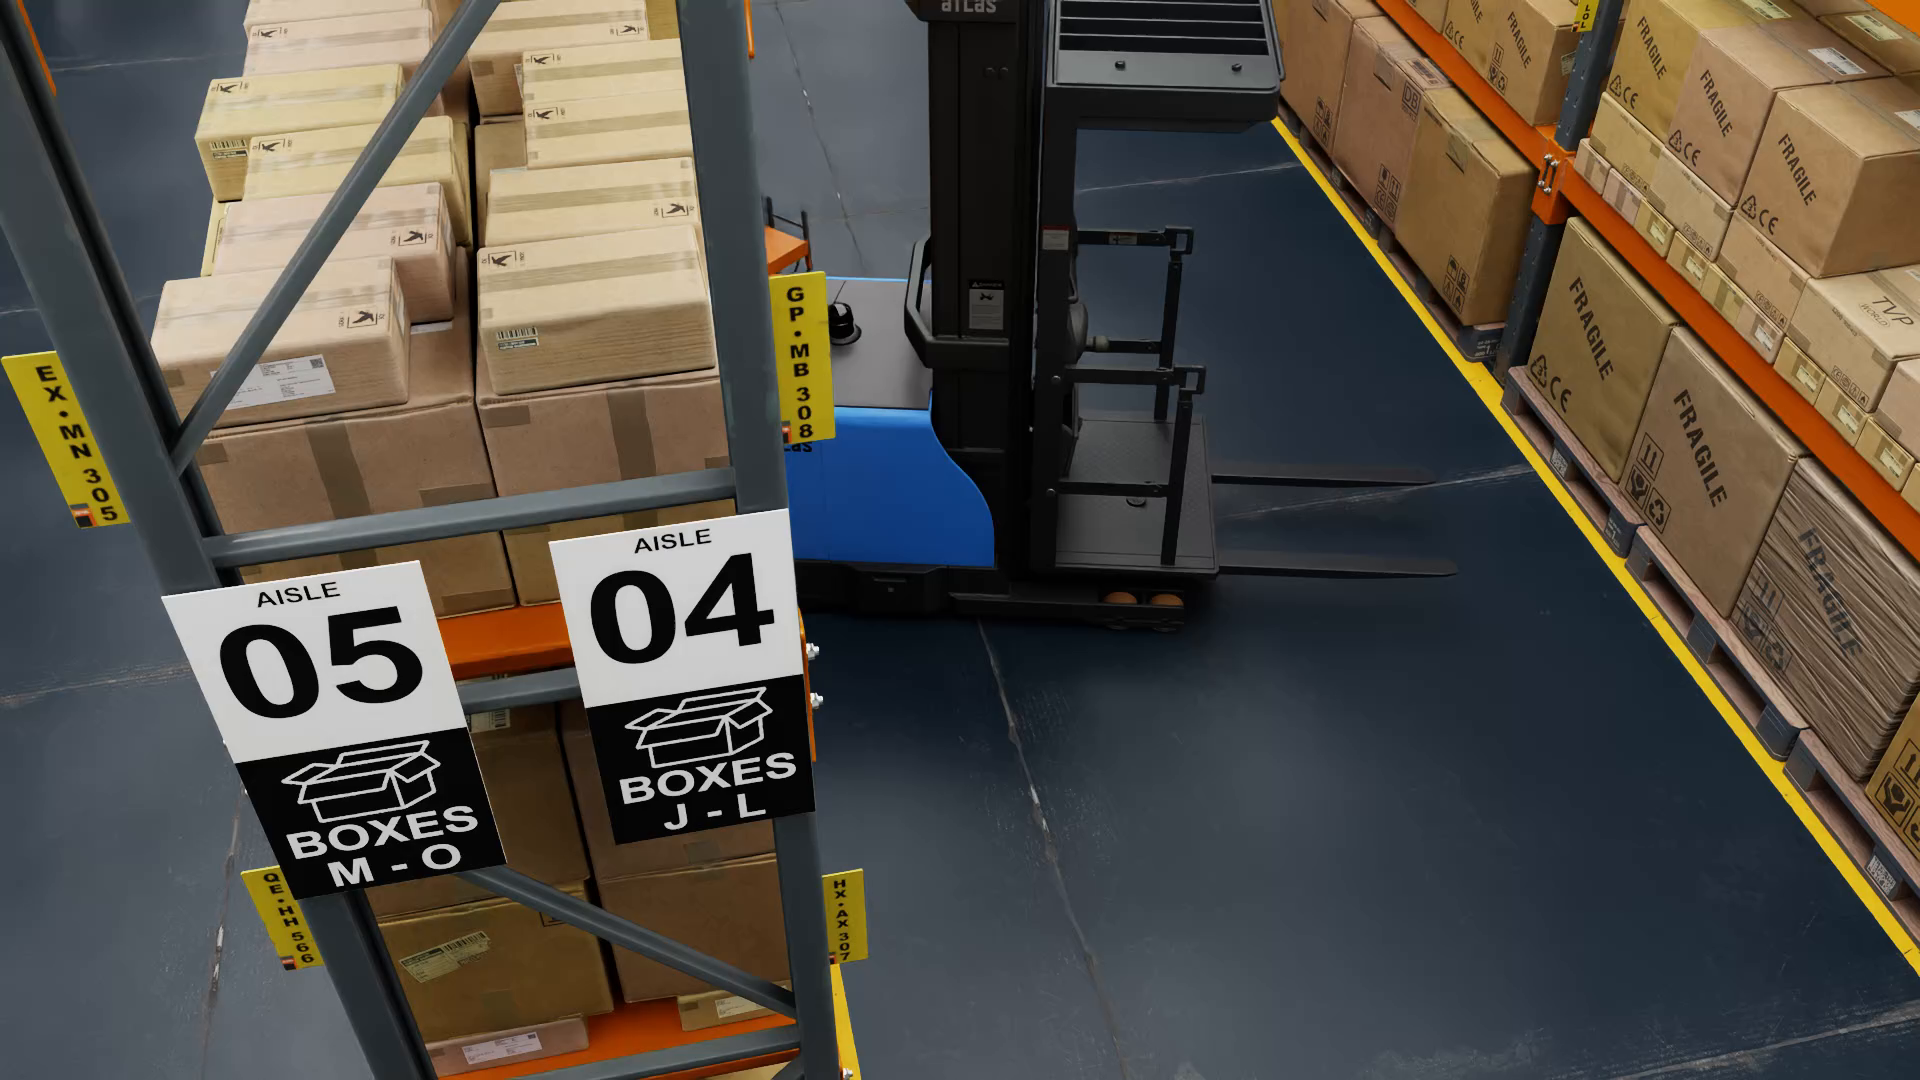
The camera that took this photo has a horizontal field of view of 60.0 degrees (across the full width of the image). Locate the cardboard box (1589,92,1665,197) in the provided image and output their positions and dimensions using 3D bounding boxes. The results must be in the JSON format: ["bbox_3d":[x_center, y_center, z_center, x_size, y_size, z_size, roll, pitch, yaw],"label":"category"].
[{"bbox_3d":[3.059,-1.712,7.090,0.500,0.250,0.500,-9,42,-10],"label":"cardboard box"}]

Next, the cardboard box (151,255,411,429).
[{"bbox_3d":[-1.147,-0.336,2.828,0.380,0.149,0.250,-9,42,-10],"label":"cardboard box"}]

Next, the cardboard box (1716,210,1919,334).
[{"bbox_3d":[3.279,-1.054,6.349,0.500,0.250,0.500,-7,42,-8],"label":"cardboard box"}]

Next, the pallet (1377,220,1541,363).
[{"bbox_3d":[2.973,-1.446,9.001,1.003,0.211,1.213,-8,42,-9],"label":"pallet"}]

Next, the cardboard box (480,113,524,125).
[{"bbox_3d":[-0.840,-1.003,3.879,0.500,0.250,0.500,-8,42,-9],"label":"cardboard box"}]

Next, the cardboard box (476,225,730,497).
[{"bbox_3d":[-0.631,-0.342,3.134,0.500,0.250,0.500,-8,42,-9],"label":"cardboard box"}]

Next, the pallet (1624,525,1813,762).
[{"bbox_3d":[3.568,0.340,6.990,1.003,0.211,1.213,-8,42,-9],"label":"pallet"}]

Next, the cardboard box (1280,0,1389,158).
[{"bbox_3d":[2.664,-2.925,9.852,1.225,0.875,0.875,-8,42,-9],"label":"cardboard box"}]

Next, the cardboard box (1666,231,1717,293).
[{"bbox_3d":[3.125,-1.155,6.762,0.380,0.149,0.250,-9,42,-10],"label":"cardboard box"}]

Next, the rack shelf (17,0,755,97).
[{"bbox_3d":[-1.220,-2.031,3.585,1.077,0.370,4.000,-8,42,-9],"label":"rack shelf"}]

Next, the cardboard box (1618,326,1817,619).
[{"bbox_3d":[3.472,-0.339,6.938,0.875,0.875,0.875,-8,42,-9],"label":"cardboard box"}]

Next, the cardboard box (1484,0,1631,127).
[{"bbox_3d":[2.846,-2.301,7.789,0.500,0.500,0.500,-8,42,-9],"label":"cardboard box"}]

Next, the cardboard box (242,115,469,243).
[{"bbox_3d":[-1.160,-0.676,3.211,0.380,0.149,0.250,-10,42,-11],"label":"cardboard box"}]

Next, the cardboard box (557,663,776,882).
[{"bbox_3d":[-0.626,0.387,3.783,0.500,0.500,0.500,-9,42,-10],"label":"cardboard box"}]

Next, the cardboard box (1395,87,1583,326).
[{"bbox_3d":[3.056,-1.774,8.554,1.225,0.875,0.875,-8,42,-9],"label":"cardboard box"}]

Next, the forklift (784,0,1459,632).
[{"bbox_3d":[0.624,-1.071,6.531,3.031,2.935,1.130,2,42,3],"label":"forklift"}]

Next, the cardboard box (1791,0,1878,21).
[{"bbox_3d":[3.574,-2.075,6.934,0.500,0.500,0.500,-7,42,-8],"label":"cardboard box"}]

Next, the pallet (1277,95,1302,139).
[{"bbox_3d":[2.447,-3.027,10.783,1.003,0.211,1.213,-8,42,-9],"label":"pallet"}]

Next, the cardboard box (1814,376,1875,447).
[{"bbox_3d":[3.349,-0.487,6.010,0.380,0.149,0.250,-8,42,-8],"label":"cardboard box"}]

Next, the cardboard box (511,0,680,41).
[{"bbox_3d":[-0.835,-1.254,3.861,0.380,0.149,0.250,-7,42,-8],"label":"cardboard box"}]

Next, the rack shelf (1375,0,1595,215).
[{"bbox_3d":[2.782,-3.027,9.224,1.077,0.370,4.000,-8,42,-9],"label":"rack shelf"}]

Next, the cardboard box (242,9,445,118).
[{"bbox_3d":[-1.319,-1.005,3.581,0.380,0.149,0.250,-9,42,-10],"label":"cardboard box"}]

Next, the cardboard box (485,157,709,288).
[{"bbox_3d":[-0.673,-0.573,3.095,0.380,0.149,0.250,-7,42,-8],"label":"cardboard box"}]

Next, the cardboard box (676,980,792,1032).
[{"bbox_3d":[-0.538,1.076,4.249,0.380,0.149,0.250,-9,42,-10],"label":"cardboard box"}]

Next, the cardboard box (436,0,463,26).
[{"bbox_3d":[-1.453,-1.268,4.178,0.500,0.250,0.500,-10,43,-11],"label":"cardboard box"}]

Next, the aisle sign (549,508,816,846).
[{"bbox_3d":[-0.479,0.271,3.009,0.394,0.787,0.004,-8,42,-9],"label":"aisle sign"}]

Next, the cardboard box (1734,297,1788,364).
[{"bbox_3d":[3.233,-0.826,6.392,0.380,0.149,0.250,-8,42,-9],"label":"cardboard box"}]

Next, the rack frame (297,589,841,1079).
[{"bbox_3d":[-0.788,1.239,3.877,1.000,3.000,0.127,-8,42,-9],"label":"rack frame"}]

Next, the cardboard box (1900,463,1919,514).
[{"bbox_3d":[3.457,-0.158,5.639,0.380,0.149,0.250,-9,42,-10],"label":"cardboard box"}]

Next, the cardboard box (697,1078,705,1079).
[{"bbox_3d":[-0.650,1.660,5.009,0.380,0.149,0.250,-7,42,-7],"label":"cardboard box"}]

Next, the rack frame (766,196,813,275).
[{"bbox_3d":[-0.750,-1.033,7.782,0.240,1.200,0.015,26,48,31],"label":"rack frame"}]

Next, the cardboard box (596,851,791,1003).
[{"bbox_3d":[-0.615,0.760,4.117,0.500,0.500,0.500,-6,42,-7],"label":"cardboard box"}]

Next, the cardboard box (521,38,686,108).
[{"bbox_3d":[-0.712,-0.917,3.482,0.380,0.149,0.250,-8,42,-9],"label":"cardboard box"}]

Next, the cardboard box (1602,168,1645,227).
[{"bbox_3d":[3.009,-1.496,7.146,0.380,0.149,0.250,-10,43,-11],"label":"cardboard box"}]

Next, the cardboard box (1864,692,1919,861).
[{"bbox_3d":[3.861,0.828,5.624,0.875,0.875,0.875,-8,42,-9],"label":"cardboard box"}]

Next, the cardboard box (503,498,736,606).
[{"bbox_3d":[-0.635,-0.154,3.300,0.500,0.250,0.500,-7,42,-8],"label":"cardboard box"}]

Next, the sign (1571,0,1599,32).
[{"bbox_3d":[2.686,-2.319,7.072,0.100,0.325,0.005,-8,42,-9],"label":"sign"}]

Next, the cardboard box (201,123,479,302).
[{"bbox_3d":[-1.247,-0.607,3.433,0.500,0.250,0.500,-9,42,-10],"label":"cardboard box"}]

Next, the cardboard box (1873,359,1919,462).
[{"bbox_3d":[3.494,-0.396,5.608,0.500,0.250,0.500,-10,43,-11],"label":"cardboard box"}]

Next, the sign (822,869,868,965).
[{"bbox_3d":[-0.258,0.837,3.677,0.100,0.325,0.005,-8,42,-9],"label":"sign"}]

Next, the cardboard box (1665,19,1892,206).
[{"bbox_3d":[3.166,-1.667,6.475,0.500,0.500,0.500,-8,42,-9],"label":"cardboard box"}]

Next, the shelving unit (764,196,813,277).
[{"bbox_3d":[-0.906,-0.908,7.641,0.258,1.200,0.503,26,48,31],"label":"shelving unit"}]

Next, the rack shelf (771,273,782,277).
[{"bbox_3d":[-0.912,-1.029,7.541,0.258,0.148,0.480,26,48,31],"label":"rack shelf"}]

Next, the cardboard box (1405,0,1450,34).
[{"bbox_3d":[2.626,-2.960,8.532,0.500,0.500,0.500,-9,42,-10],"label":"cardboard box"}]

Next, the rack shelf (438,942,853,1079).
[{"bbox_3d":[-1.220,0.211,5.576,1.077,0.370,4.000,-8,42,-9],"label":"rack shelf"}]
